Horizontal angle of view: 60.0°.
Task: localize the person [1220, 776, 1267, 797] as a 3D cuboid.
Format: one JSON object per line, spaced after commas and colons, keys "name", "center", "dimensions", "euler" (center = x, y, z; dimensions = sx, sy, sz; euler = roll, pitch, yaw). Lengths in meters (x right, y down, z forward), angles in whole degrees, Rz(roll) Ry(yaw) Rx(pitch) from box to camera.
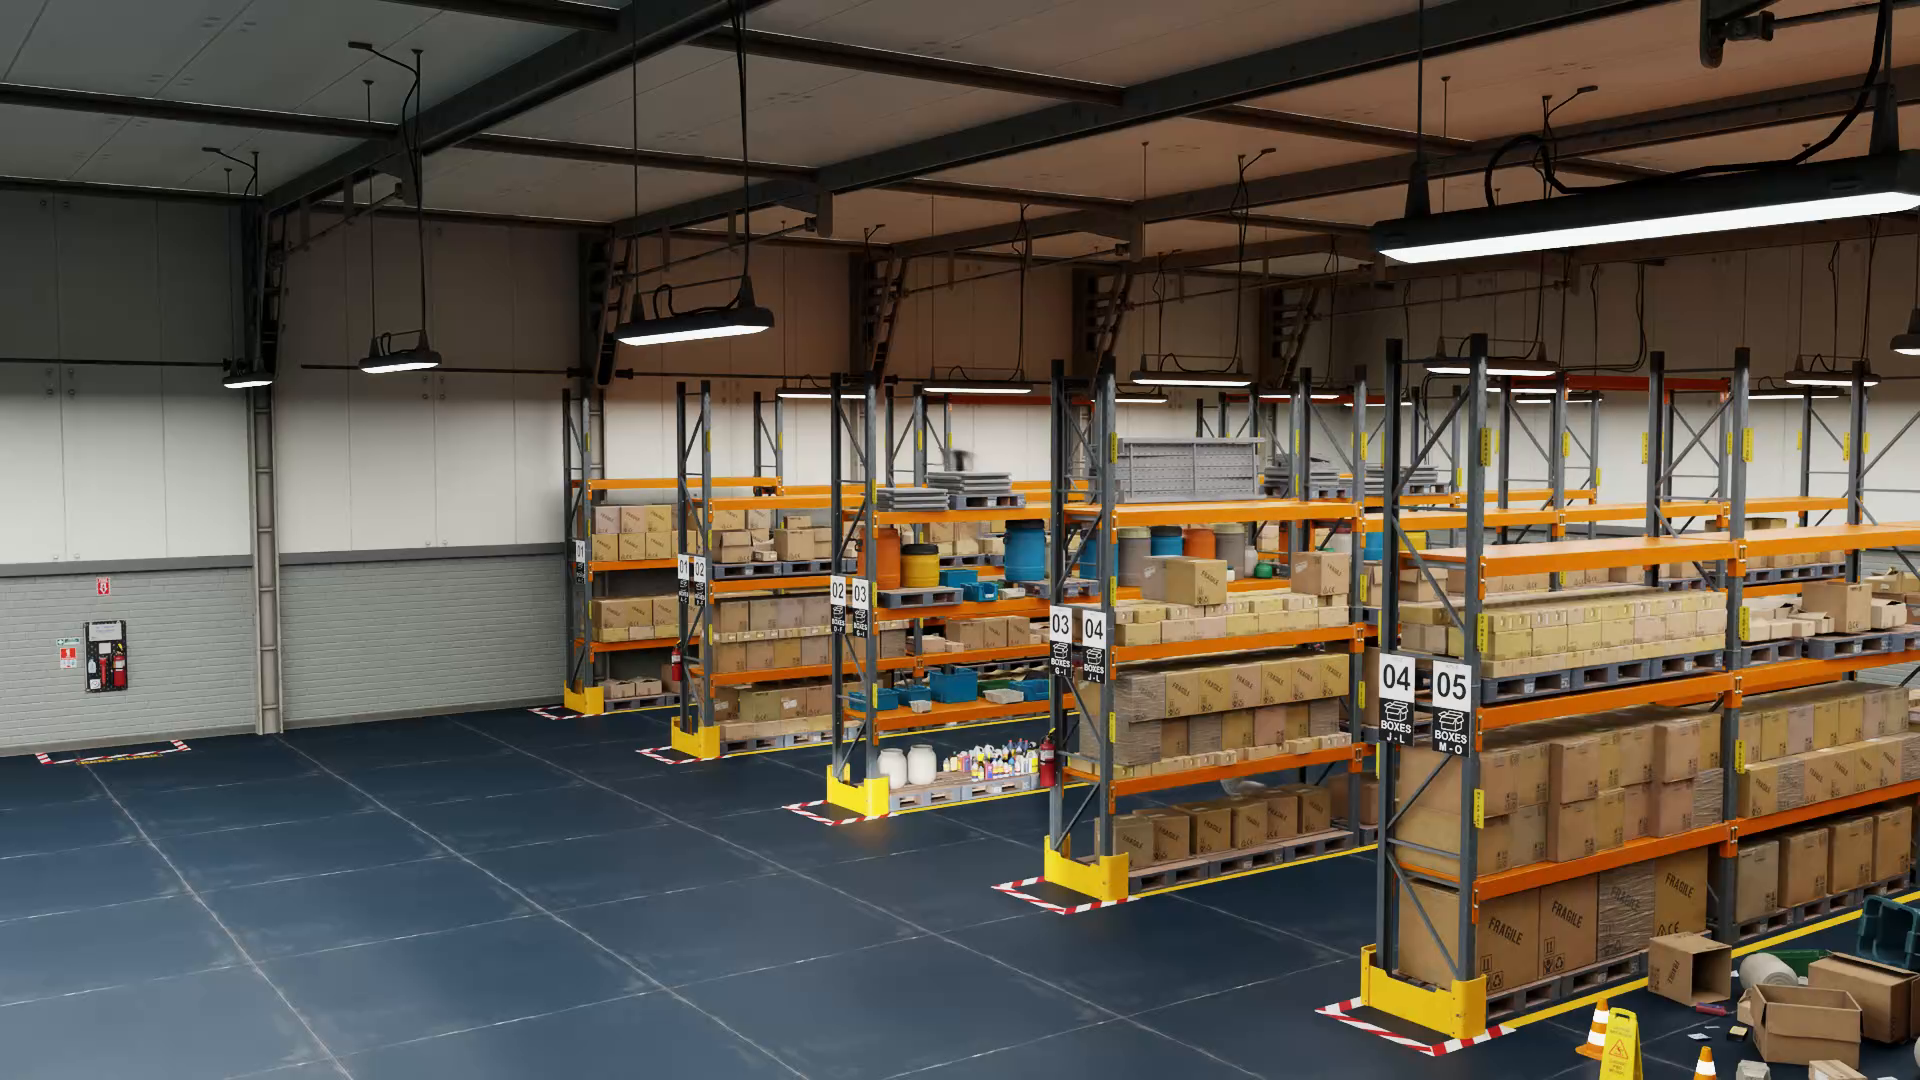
{"name": "person", "center": [3.728, 2.956, 22.460], "dimensions": [0.900, 1.558, 0.689], "euler": [-1, 4, -14]}
